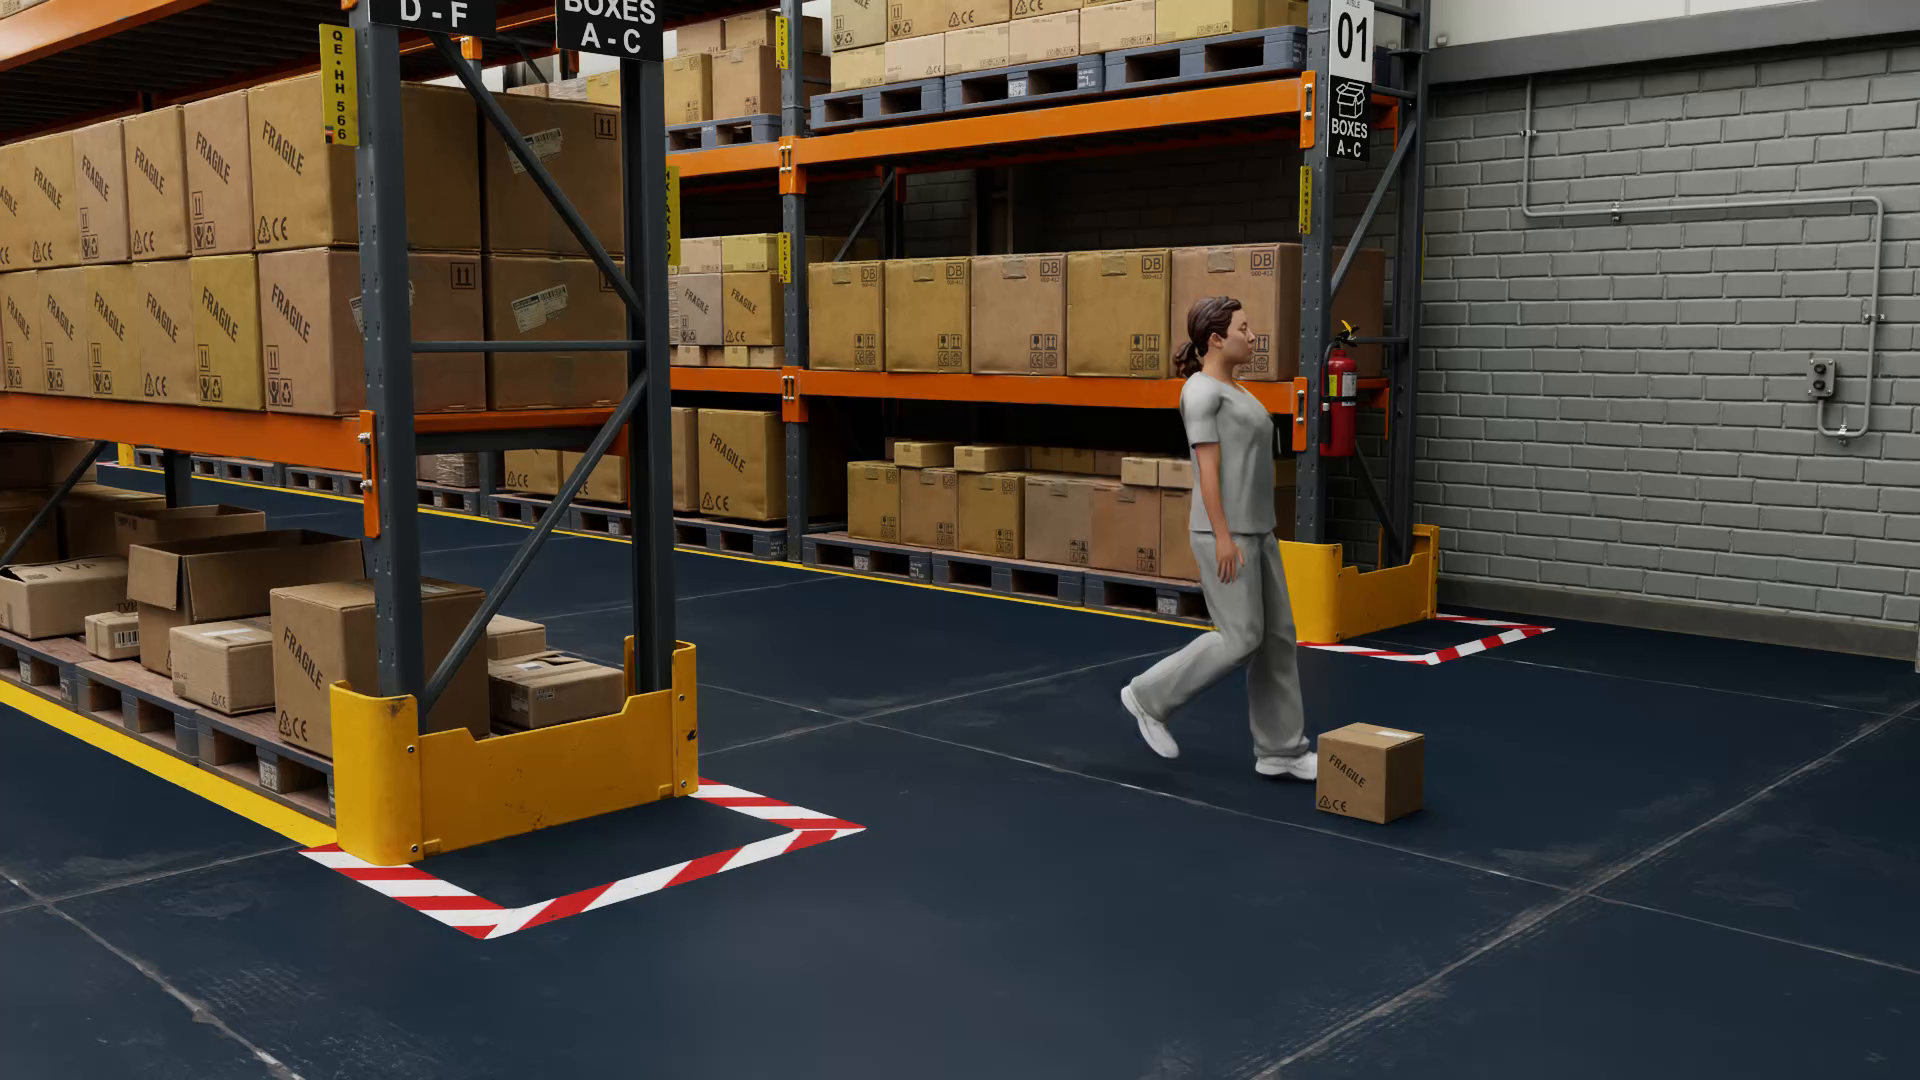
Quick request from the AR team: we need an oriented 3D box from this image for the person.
[{"bbox_3d":[0.952,-0.008,5.716,0.739,1.653,0.460,4,8,31],"label":"person"}]
